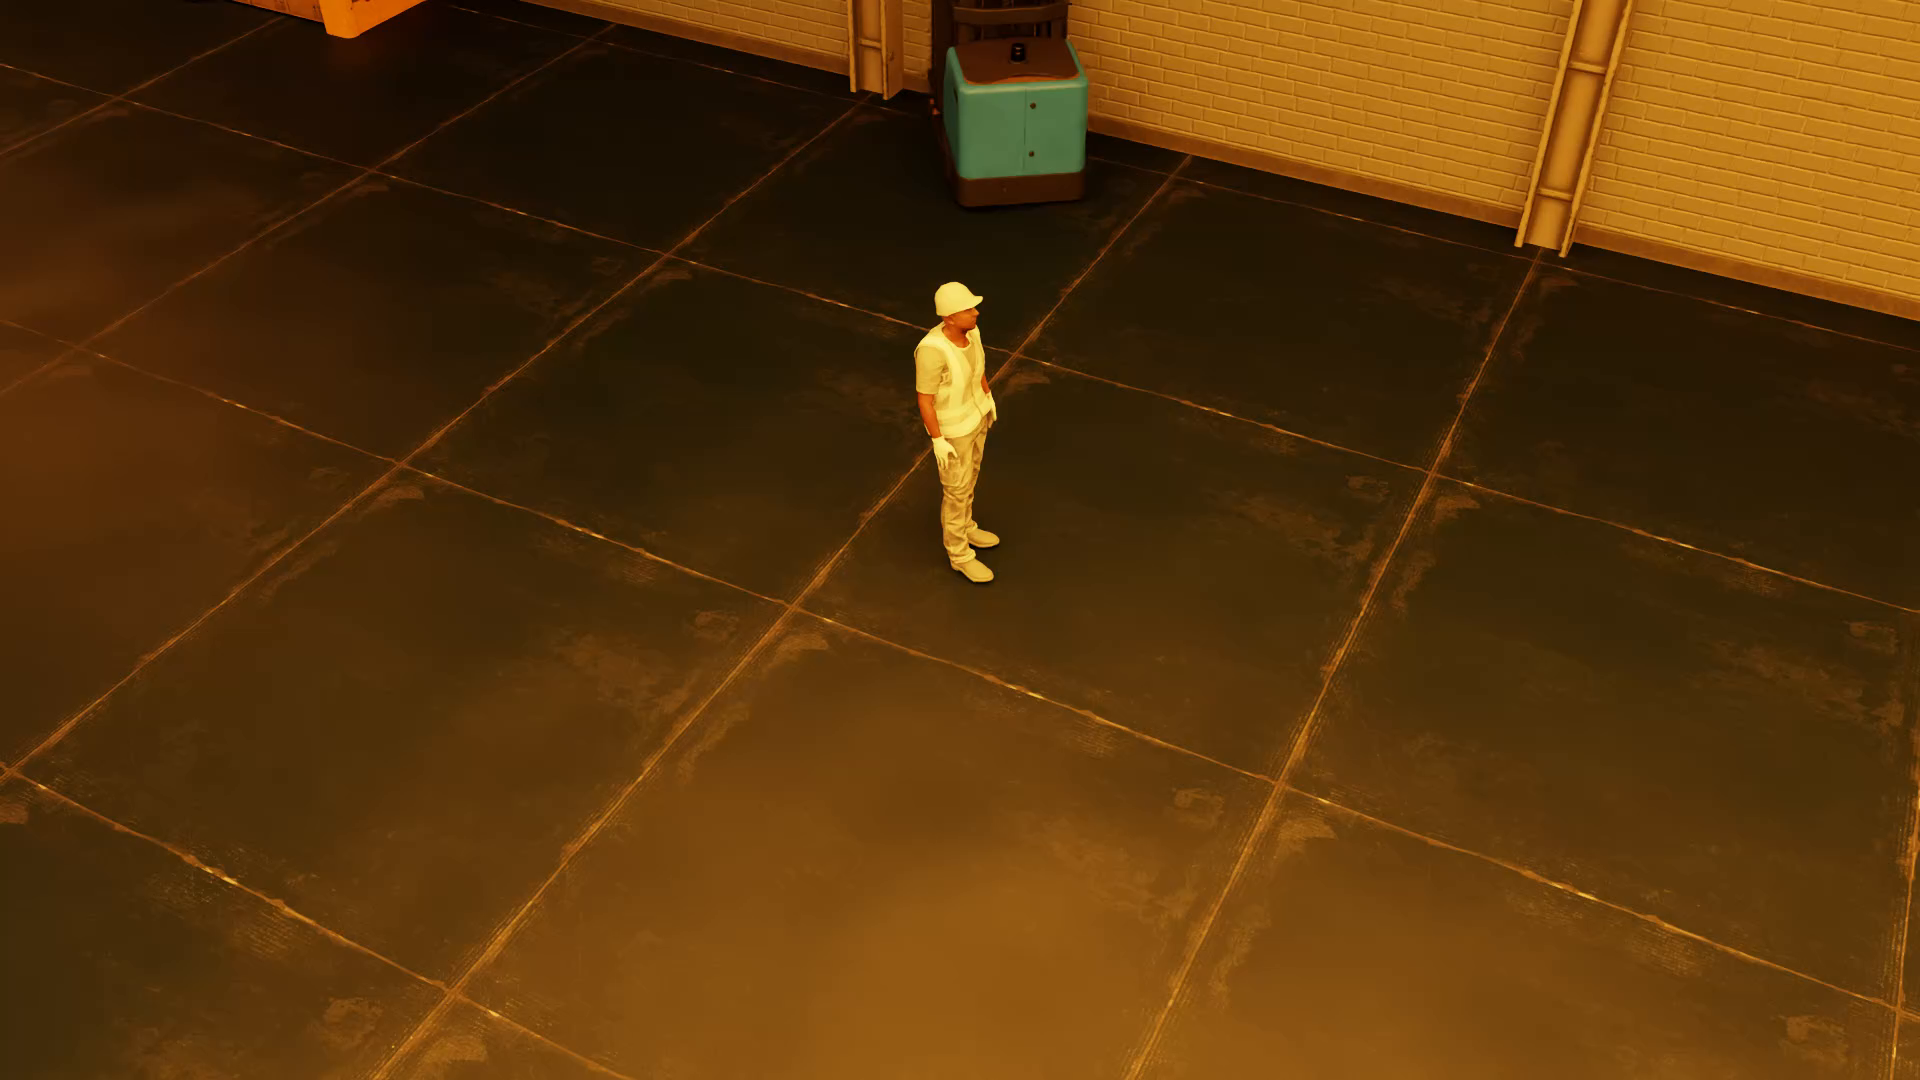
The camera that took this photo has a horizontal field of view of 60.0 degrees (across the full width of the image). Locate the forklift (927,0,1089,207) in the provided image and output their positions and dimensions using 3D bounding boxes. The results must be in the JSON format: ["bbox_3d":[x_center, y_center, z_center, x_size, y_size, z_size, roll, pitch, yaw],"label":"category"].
[{"bbox_3d":[0.307,-4.737,13.611,1.130,2.935,3.031,-5,40,-6],"label":"forklift"}]

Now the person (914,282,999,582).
[{"bbox_3d":[0.059,-0.661,9.651,0.577,1.782,0.656,18,43,21],"label":"person"}]
